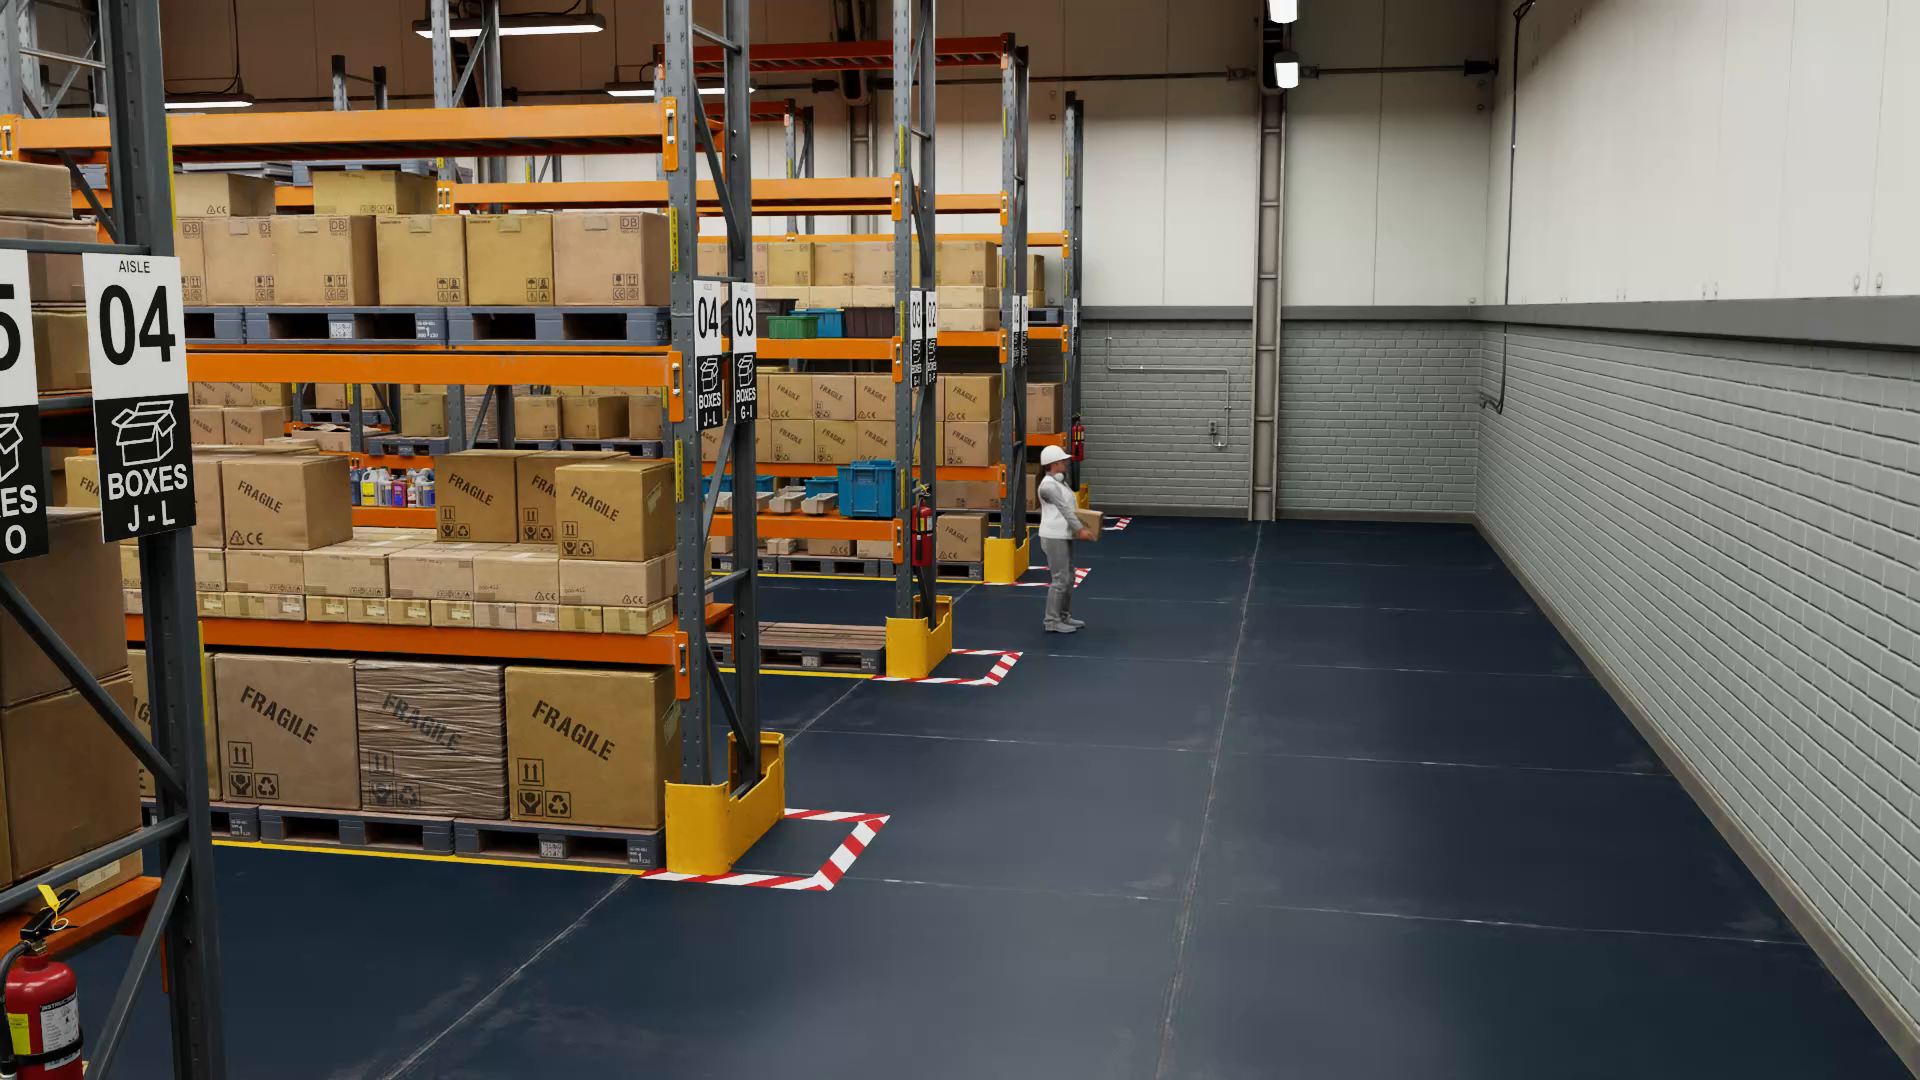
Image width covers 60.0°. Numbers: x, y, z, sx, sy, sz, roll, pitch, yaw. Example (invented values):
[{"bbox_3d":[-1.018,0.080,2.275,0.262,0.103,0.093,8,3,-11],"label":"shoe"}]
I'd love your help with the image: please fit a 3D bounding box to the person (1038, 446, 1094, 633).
[{"bbox_3d":[1.033,-0.018,15.875,0.549,1.763,0.494,2,8,12],"label":"person"}]
